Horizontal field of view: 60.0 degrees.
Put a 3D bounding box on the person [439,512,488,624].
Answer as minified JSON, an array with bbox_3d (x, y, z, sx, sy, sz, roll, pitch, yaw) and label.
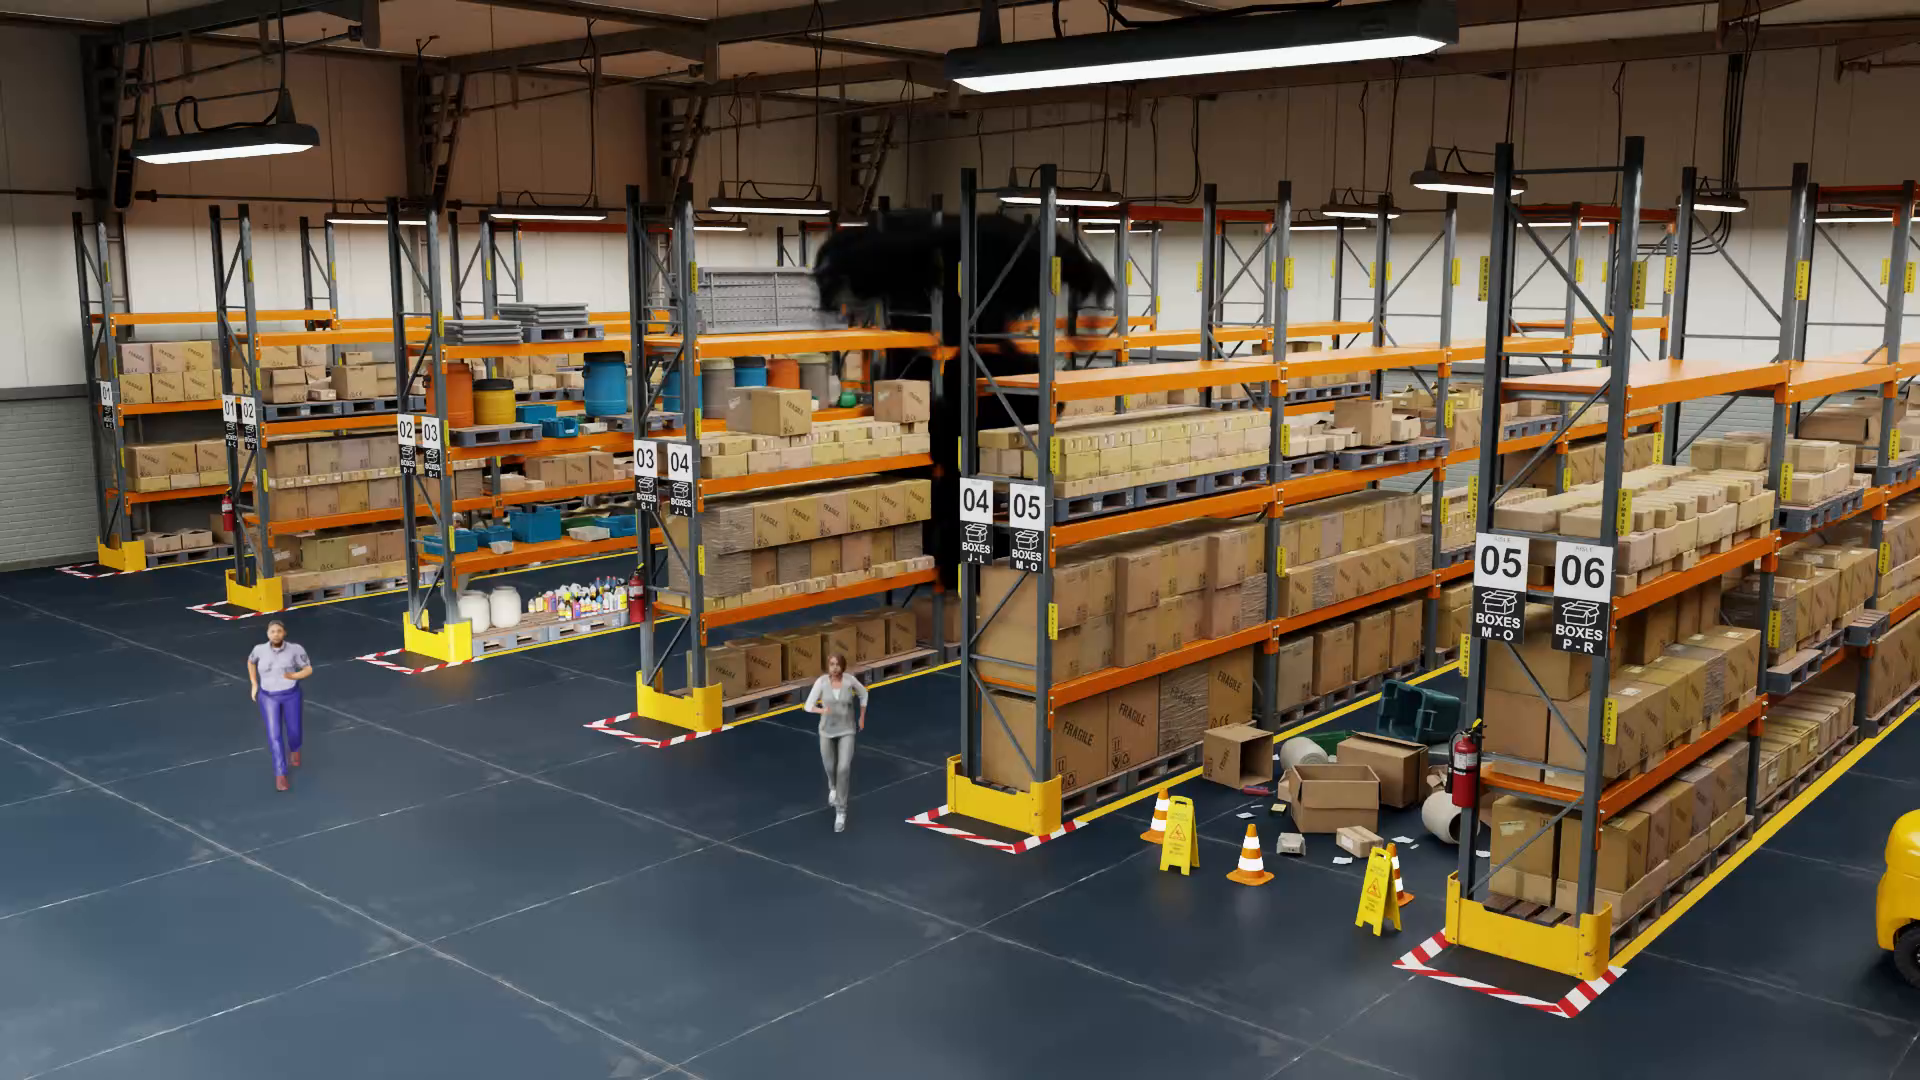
[{"bbox_3d":[-7.185,0.396,23.977,0.648,1.616,0.648,9,13,42],"label":"person"}]

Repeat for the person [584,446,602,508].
[{"bbox_3d":[-7.097,-1.042,32.321,0.760,1.721,0.557,6,11,32],"label":"person"}]

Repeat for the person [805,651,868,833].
[{"bbox_3d":[-1.147,1.821,15.490,0.575,1.631,0.771,0,9,-1],"label":"person"}]

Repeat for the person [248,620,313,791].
[{"bbox_3d":[-6.781,1.592,16.633,0.604,1.637,0.918,-4,10,-21],"label":"person"}]
